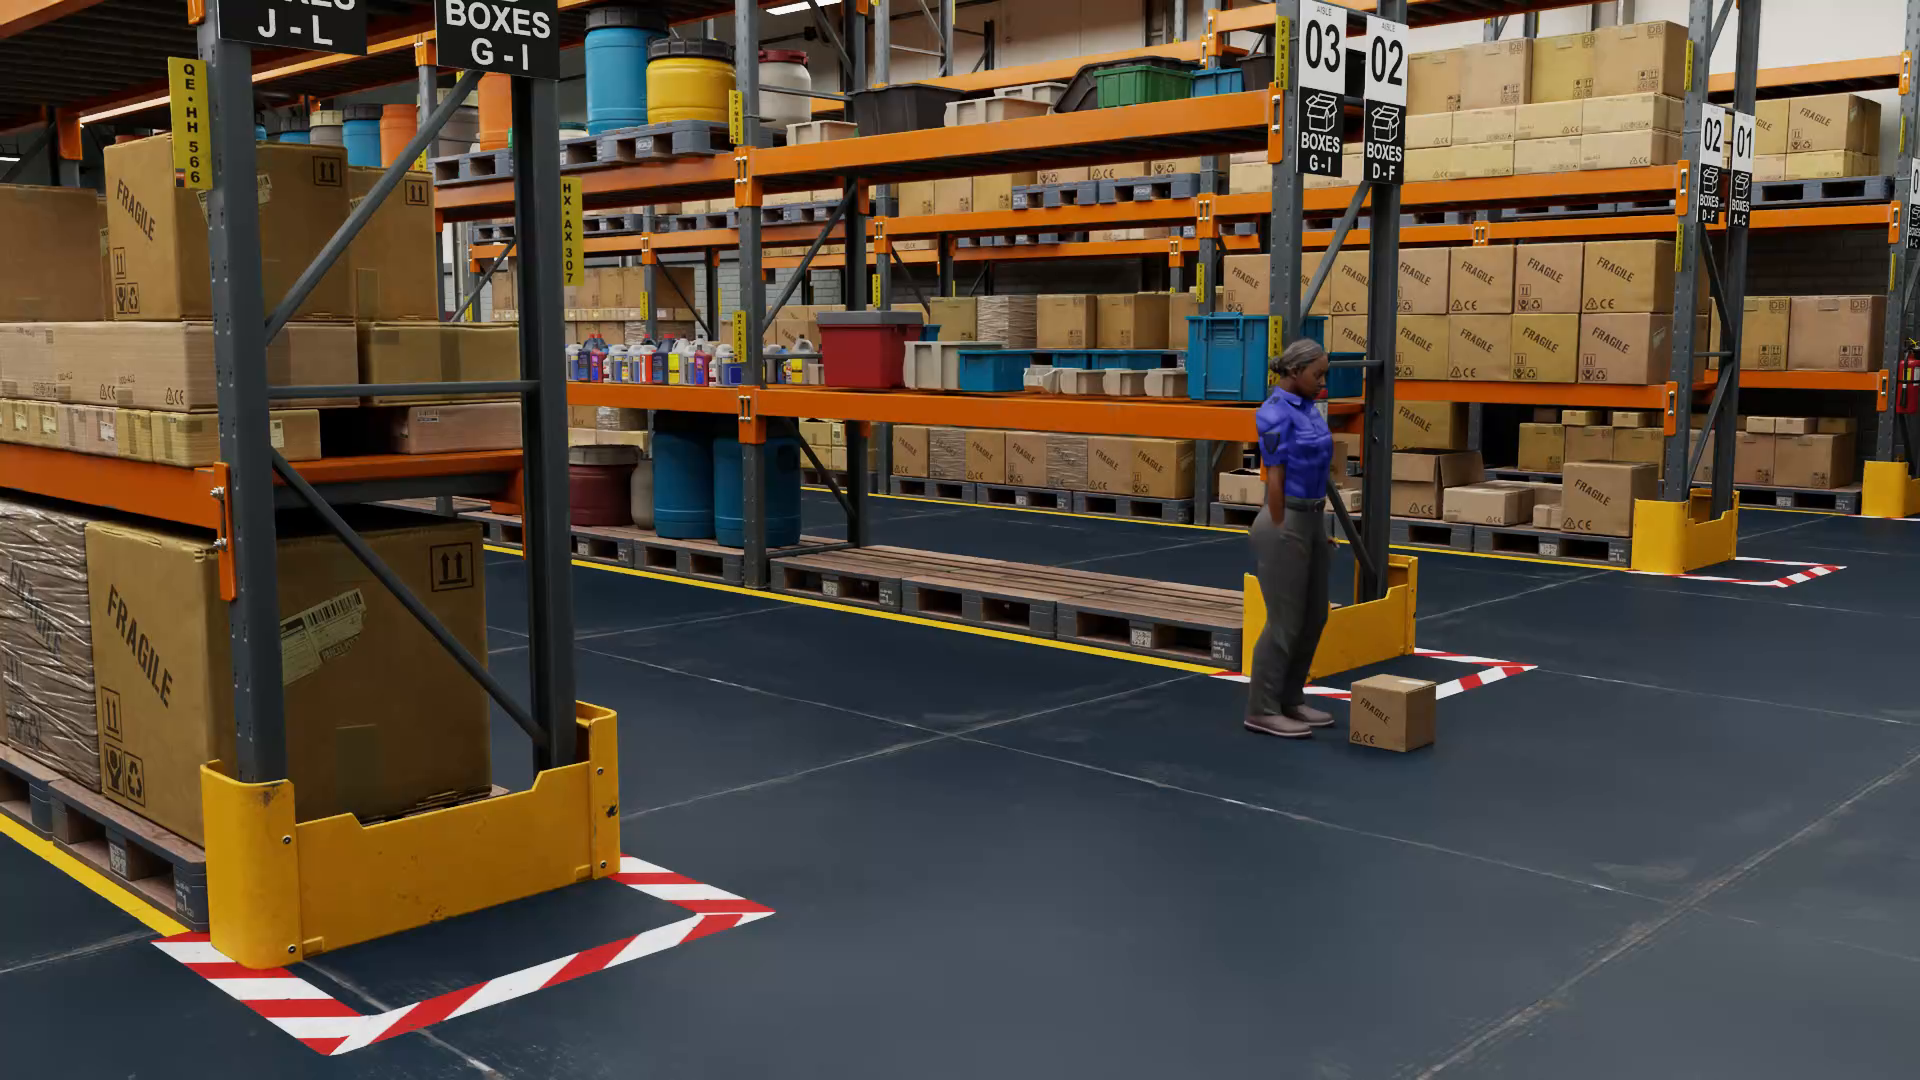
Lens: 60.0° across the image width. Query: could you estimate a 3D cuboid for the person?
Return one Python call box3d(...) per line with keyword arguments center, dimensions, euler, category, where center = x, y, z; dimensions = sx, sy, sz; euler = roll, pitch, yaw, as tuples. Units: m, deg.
box3d(center=(1.410, -0.019, 6.988), dimensions=(0.304, 1.651, 0.440), euler=(5, 9, 35), category="person")
